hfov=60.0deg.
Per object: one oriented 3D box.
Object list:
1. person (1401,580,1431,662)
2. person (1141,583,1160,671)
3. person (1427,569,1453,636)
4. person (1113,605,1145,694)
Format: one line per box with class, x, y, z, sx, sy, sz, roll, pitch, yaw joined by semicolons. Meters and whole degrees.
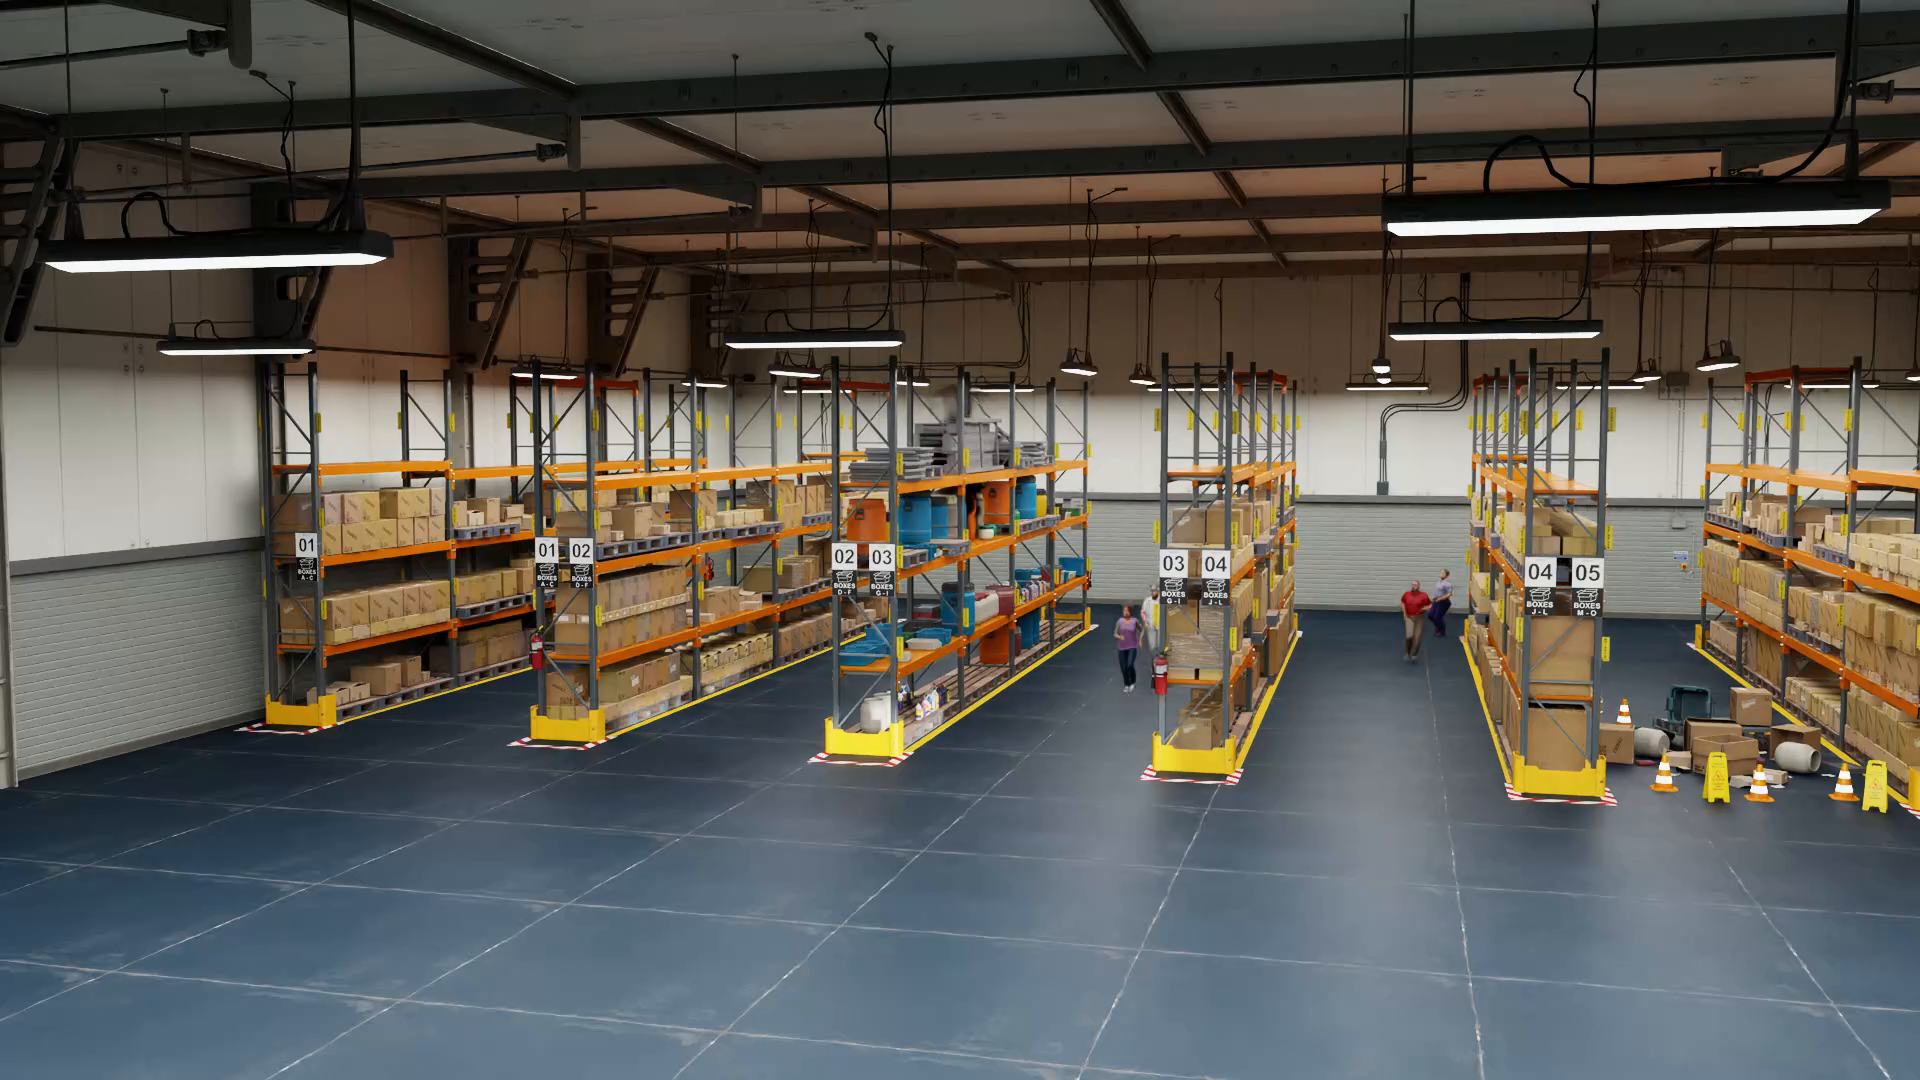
person;9.523;1.716;34.782;0.632;1.741;0.692;1;4;18
person;3.905;1.715;32.920;0.679;1.748;0.666;1;4;20
person;11.245;1.469;38.920;0.465;1.596;0.675;-1;4;-16
person;2.948;1.970;29.192;0.511;1.477;0.636;1;4;17
